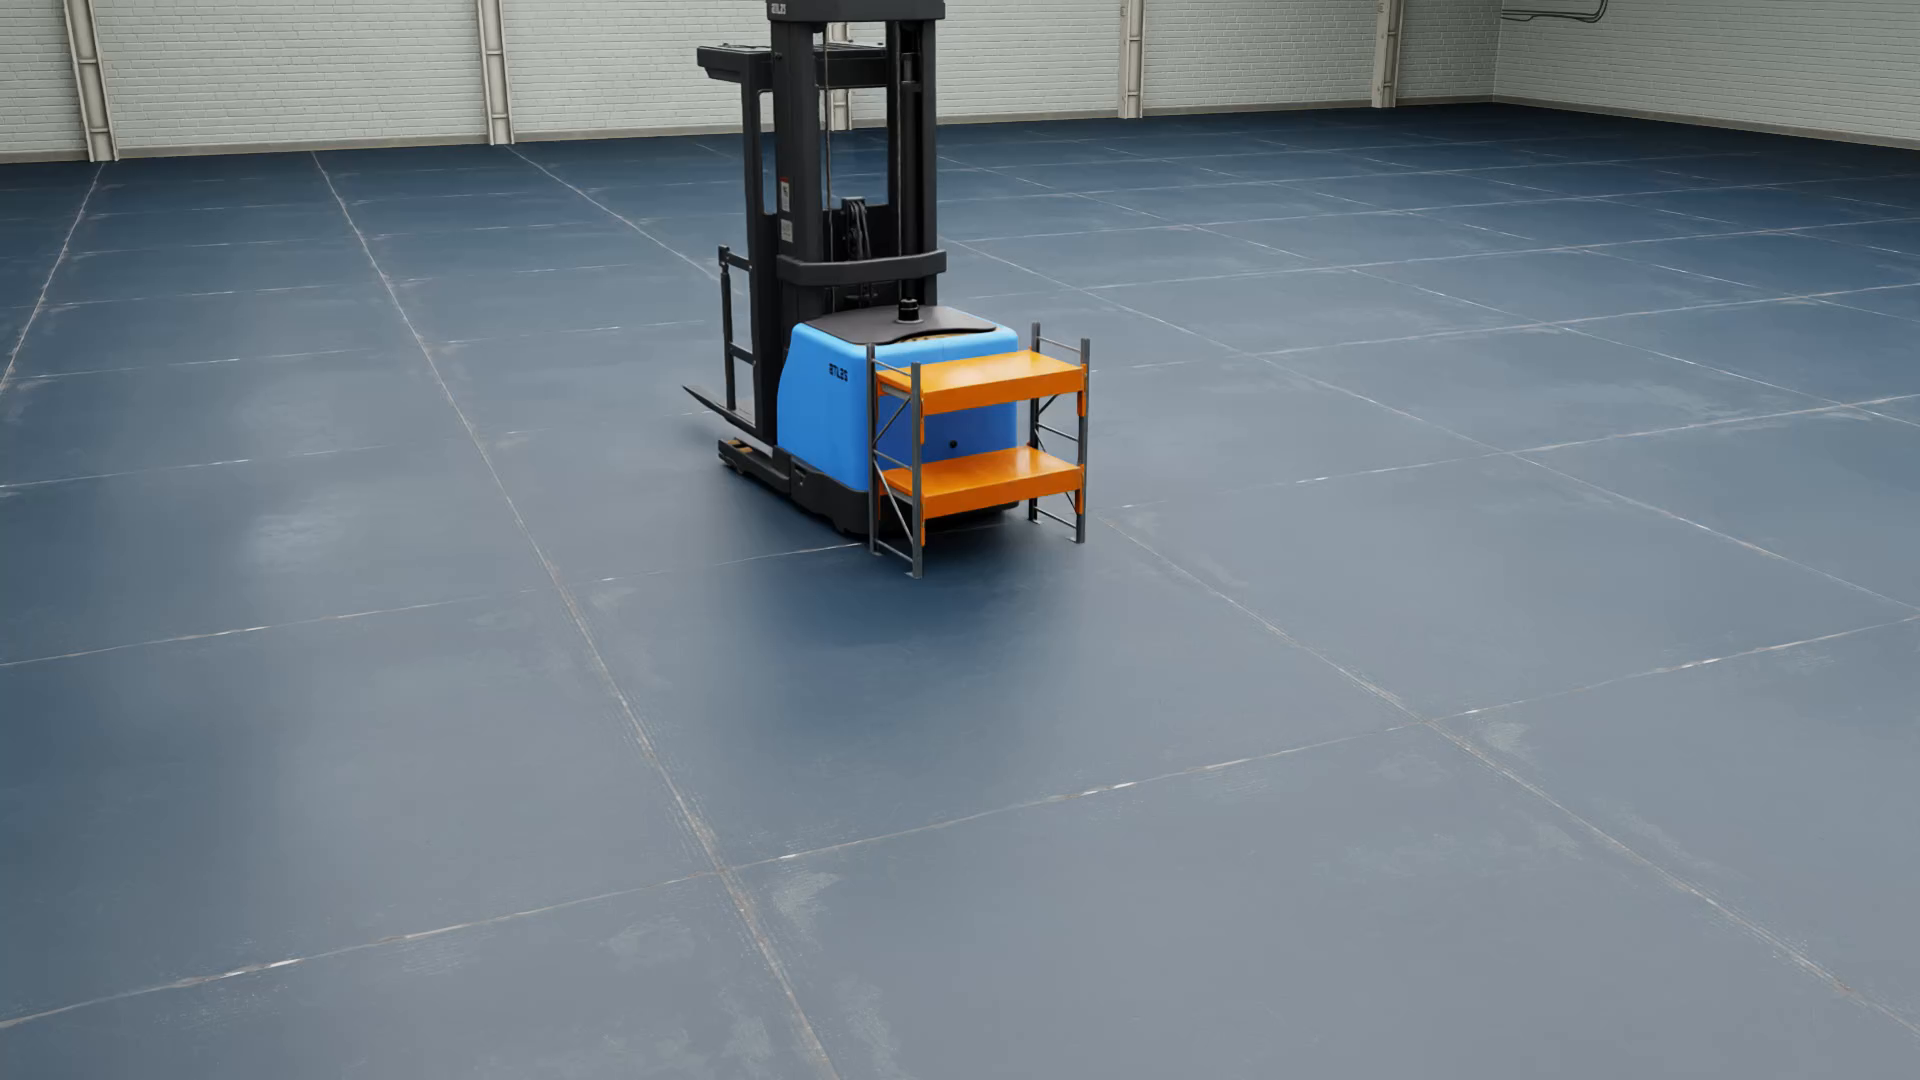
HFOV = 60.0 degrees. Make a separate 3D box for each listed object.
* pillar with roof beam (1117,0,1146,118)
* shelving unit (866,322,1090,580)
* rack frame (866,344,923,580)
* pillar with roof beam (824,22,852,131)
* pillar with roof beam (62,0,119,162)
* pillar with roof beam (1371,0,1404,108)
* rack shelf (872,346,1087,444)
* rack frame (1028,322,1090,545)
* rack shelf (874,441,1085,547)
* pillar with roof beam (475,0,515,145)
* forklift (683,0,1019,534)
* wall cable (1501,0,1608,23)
[{"bbox_3d":[5.014,-11.173,27.204,0.400,9.000,9.100,-8,21,-22],"label":"pillar with roof beam"},{"bbox_3d":[0.097,-0.487,8.712,1.048,1.125,0.538,-12,22,-30],"label":"shelving unit"},{"bbox_3d":[-0.335,-0.398,8.459,0.032,1.125,0.500,-12,22,-30],"label":"rack frame"},{"bbox_3d":[-0.496,-10.383,24.962,0.400,9.000,9.100,-8,21,-22],"label":"pillar with roof beam"},{"bbox_3d":[-11.514,-8.805,20.478,0.400,9.000,9.100,-8,21,-22],"label":"pillar with roof beam"},{"bbox_3d":[10.523,-11.962,29.445,0.400,9.000,9.100,-8,21,-22],"label":"pillar with roof beam"},{"bbox_3d":[0.097,-0.763,8.615,1.000,0.278,0.538,-12,22,-30],"label":"rack shelf"},{"bbox_3d":[0.529,-0.576,8.964,0.032,1.125,0.500,-12,22,-30],"label":"rack frame"},{"bbox_3d":[0.097,-0.256,8.793,1.000,0.278,0.538,-12,22,-30],"label":"rack shelf"},{"bbox_3d":[-6.005,-9.594,22.720,0.400,9.000,9.100,-8,21,-22],"label":"pillar with roof beam"},{"bbox_3d":[-0.843,-1.853,9.870,1.130,2.935,3.031,-11,22,-28],"label":"forklift"},{"bbox_3d":[12.046,-11.794,33.645,0.112,2.526,3.097,-8,21,-22],"label":"wall cable"}]
